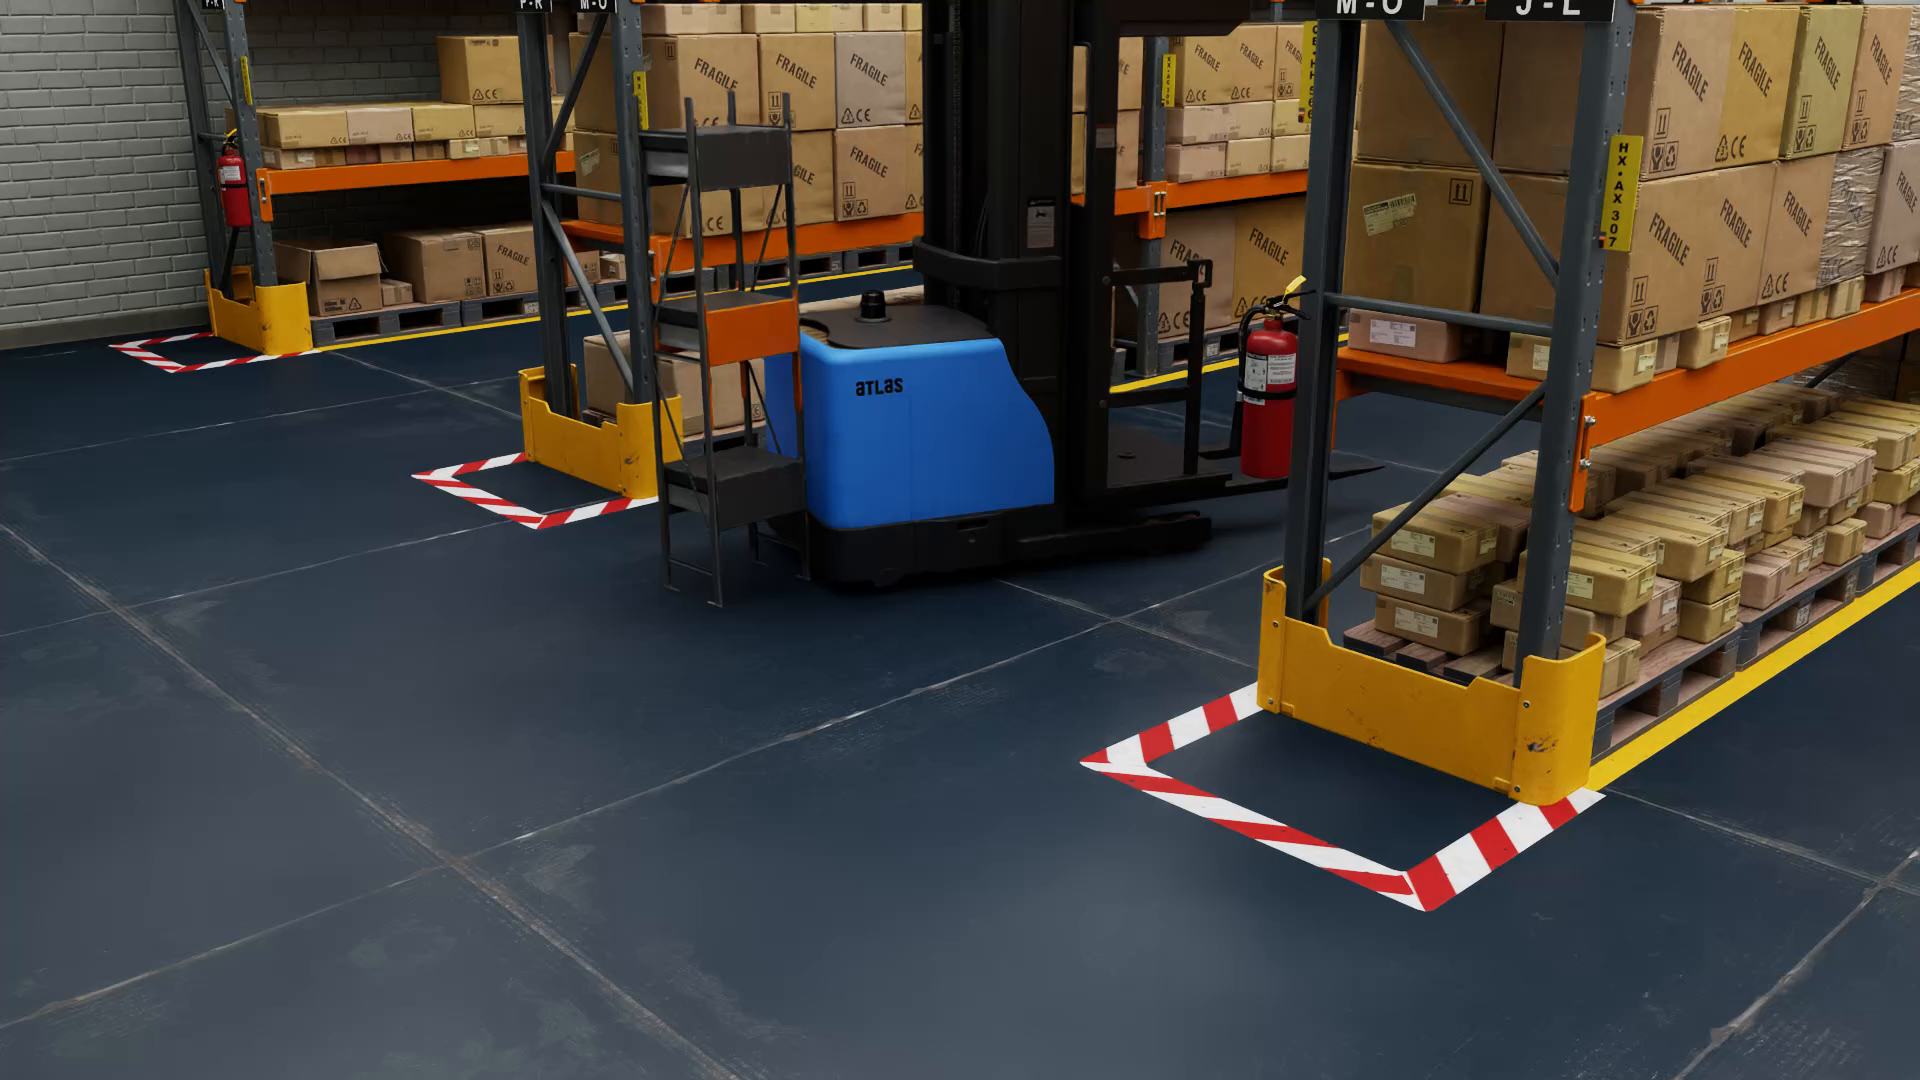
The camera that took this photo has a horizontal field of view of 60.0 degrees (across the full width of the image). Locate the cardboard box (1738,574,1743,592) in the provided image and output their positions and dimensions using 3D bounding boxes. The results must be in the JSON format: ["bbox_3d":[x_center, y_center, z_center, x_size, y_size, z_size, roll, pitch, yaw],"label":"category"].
[{"bbox_3d":[2.827,0.171,6.536,0.250,0.149,0.380,-16,24,-41],"label":"cardboard box"}]

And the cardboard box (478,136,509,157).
[{"bbox_3d":[-3.777,-3.124,13.163,0.250,0.149,0.380,-16,24,-40],"label":"cardboard box"}]

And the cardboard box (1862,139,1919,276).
[{"bbox_3d":[3.544,-1.369,6.700,0.500,0.500,0.500,-16,24,-41],"label":"cardboard box"}]

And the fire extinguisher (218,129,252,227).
[{"bbox_3d":[-5.141,-2.564,11.759,0.183,0.674,0.296,-16,24,-41],"label":"fire extinguisher"}]

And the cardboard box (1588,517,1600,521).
[{"bbox_3d":[2.365,-0.019,6.638,0.250,0.149,0.380,-17,24,-41],"label":"cardboard box"}]

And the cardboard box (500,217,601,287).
[{"bbox_3d":[-3.440,-2.424,13.970,0.700,0.500,0.500,17,24,42],"label":"cardboard box"}]

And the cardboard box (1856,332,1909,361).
[{"bbox_3d":[4.809,-1.143,8.802,0.500,0.250,0.500,-17,25,-42],"label":"cardboard box"}]

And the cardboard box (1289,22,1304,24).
[{"bbox_3d":[2.607,-3.756,12.924,0.500,0.500,0.500,-15,23,-39],"label":"cardboard box"}]

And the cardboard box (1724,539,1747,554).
[{"bbox_3d":[2.836,0.023,6.508,0.380,0.149,0.250,16,24,41],"label":"cardboard box"}]

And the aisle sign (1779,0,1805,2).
[{"bbox_3d":[9.519,-6.511,18.987,0.004,0.787,0.394,-16,24,-41],"label":"aisle sign"}]

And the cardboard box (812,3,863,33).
[{"bbox_3d":[-0.748,-2.874,9.151,0.250,0.149,0.380,-16,24,-40],"label":"cardboard box"}]

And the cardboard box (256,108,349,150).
[{"bbox_3d":[-4.837,-3.019,12.193,0.500,0.250,0.500,-16,24,-41],"label":"cardboard box"}]

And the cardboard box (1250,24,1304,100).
[{"bbox_3d":[2.202,-3.421,11.888,0.500,0.500,0.500,-17,25,-42],"label":"cardboard box"}]

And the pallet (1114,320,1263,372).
[{"bbox_3d":[1.476,-1.503,12.277,1.213,0.211,1.003,-16,24,-41],"label":"pallet"}]

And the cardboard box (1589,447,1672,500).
[{"bbox_3d":[2.725,-0.274,6.942,0.380,0.149,0.250,17,25,42],"label":"cardboard box"}]

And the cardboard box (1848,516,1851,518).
[{"bbox_3d":[3.722,-0.110,7.401,0.250,0.149,0.380,-17,25,-42],"label":"cardboard box"}]

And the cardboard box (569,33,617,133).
[{"bbox_3d":[-1.752,-2.480,8.987,0.500,0.500,0.500,-15,23,-39],"label":"cardboard box"}]

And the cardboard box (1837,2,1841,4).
[{"bbox_3d":[9.093,-5.594,18.108,0.500,0.500,0.700,-16,24,-40],"label":"cardboard box"}]

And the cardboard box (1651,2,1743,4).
[{"bbox_3d":[7.249,-5.053,16.441,0.500,0.500,0.700,-17,24,-41],"label":"cardboard box"}]

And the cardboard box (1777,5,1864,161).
[{"bbox_3d":[2.800,-1.627,5.874,0.500,0.500,0.500,-17,25,-42],"label":"cardboard box"}]

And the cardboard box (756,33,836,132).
[{"bbox_3d":[-1.024,-2.473,8.966,0.500,0.500,0.500,-17,25,-42],"label":"cardboard box"}]

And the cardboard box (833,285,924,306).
[{"bbox_3d":[-0.213,-1.331,10.699,0.875,0.438,0.875,17,25,42],"label":"cardboard box"}]

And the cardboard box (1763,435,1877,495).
[{"bbox_3d":[3.652,-0.321,7.088,0.380,0.149,0.250,16,24,41],"label":"cardboard box"}]

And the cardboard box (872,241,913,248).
[{"bbox_3d":[-0.812,-3.151,16.213,0.500,0.500,0.500,17,24,42],"label":"cardboard box"}]

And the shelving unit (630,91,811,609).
[{"bbox_3d":[-0.997,-0.806,7.051,0.431,2.100,0.503,16,24,43],"label":"shelving unit"}]

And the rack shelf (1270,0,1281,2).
[{"bbox_3d":[1.914,-6.116,18.289,4.000,0.370,1.077,-16,24,-41],"label":"rack shelf"}]

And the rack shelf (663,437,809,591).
[{"bbox_3d":[-0.987,-0.124,7.261,0.431,0.518,0.480,16,24,43],"label":"rack shelf"}]

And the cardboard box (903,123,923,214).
[{"bbox_3d":[-0.310,-2.213,9.785,0.500,0.500,0.500,-15,23,-39],"label":"cardboard box"}]

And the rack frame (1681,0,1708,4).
[{"bbox_3d":[6.780,-4.344,16.519,0.127,3.000,1.000,-16,24,-41],"label":"rack frame"}]

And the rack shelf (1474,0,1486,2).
[{"bbox_3d":[2.421,-4.157,12.246,4.000,0.370,1.077,-16,24,-41],"label":"rack shelf"}]

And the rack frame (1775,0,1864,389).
[{"bbox_3d":[4.442,-1.561,7.935,0.127,3.000,1.000,-16,24,-41],"label":"rack frame"}]

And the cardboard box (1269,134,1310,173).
[{"bbox_3d":[2.227,-2.827,12.082,0.500,0.250,0.500,-17,24,-41],"label":"cardboard box"}]

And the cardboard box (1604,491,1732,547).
[{"bbox_3d":[2.662,-0.056,6.271,0.380,0.149,0.250,16,24,41],"label":"cardboard box"}]

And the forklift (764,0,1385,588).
[{"bbox_3d":[0.636,-1.466,7.753,3.031,2.935,1.130,-8,19,-22],"label":"forklift"}]

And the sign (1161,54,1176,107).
[{"bbox_3d":[1.350,-2.974,10.762,0.005,0.325,0.100,-16,24,-41],"label":"sign"}]

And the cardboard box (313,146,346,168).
[{"bbox_3d":[-4.772,-2.866,12.367,0.250,0.149,0.380,-15,24,-39],"label":"cardboard box"}]

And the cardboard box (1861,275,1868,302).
[{"bbox_3d":[3.445,-1.051,6.769,0.250,0.149,0.380,-17,24,-42],"label":"cardboard box"}]

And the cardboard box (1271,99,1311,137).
[{"bbox_3d":[2.225,-3.063,12.001,0.500,0.250,0.500,-16,24,-40],"label":"cardboard box"}]

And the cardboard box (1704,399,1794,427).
[{"bbox_3d":[3.658,-0.551,7.798,0.250,0.149,0.380,-17,24,-42],"label":"cardboard box"}]

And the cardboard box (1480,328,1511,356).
[{"bbox_3d":[1.785,-0.771,5.905,0.250,0.149,0.380,-16,24,-41],"label":"cardboard box"}]

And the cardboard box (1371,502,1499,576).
[{"bbox_3d":[1.746,-0.009,6.125,0.250,0.149,0.380,-16,24,-40],"label":"cardboard box"}]

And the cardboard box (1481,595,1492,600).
[{"bbox_3d":[1.892,0.208,6.422,0.250,0.149,0.380,-15,23,-39],"label":"cardboard box"}]

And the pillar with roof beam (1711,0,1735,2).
[{"bbox_3d":[16.826,-10.789,26.672,0.400,9.000,9.100,-16,24,-41],"label":"pillar with roof beam"}]

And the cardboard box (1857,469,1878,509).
[{"bbox_3d":[3.811,-0.256,7.370,0.250,0.149,0.380,-16,24,-40],"label":"cardboard box"}]

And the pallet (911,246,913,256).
[{"bbox_3d":[-0.108,-3.132,17.302,1.213,0.211,1.003,-16,24,-41],"label":"pallet"}]

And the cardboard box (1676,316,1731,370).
[{"bbox_3d":[2.385,-0.697,5.679,0.380,0.149,0.250,17,25,42],"label":"cardboard box"}]

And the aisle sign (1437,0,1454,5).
[{"bbox_3d":[6.523,-7.488,22.001,0.004,0.787,0.394,-16,24,-41],"label":"aisle sign"}]
